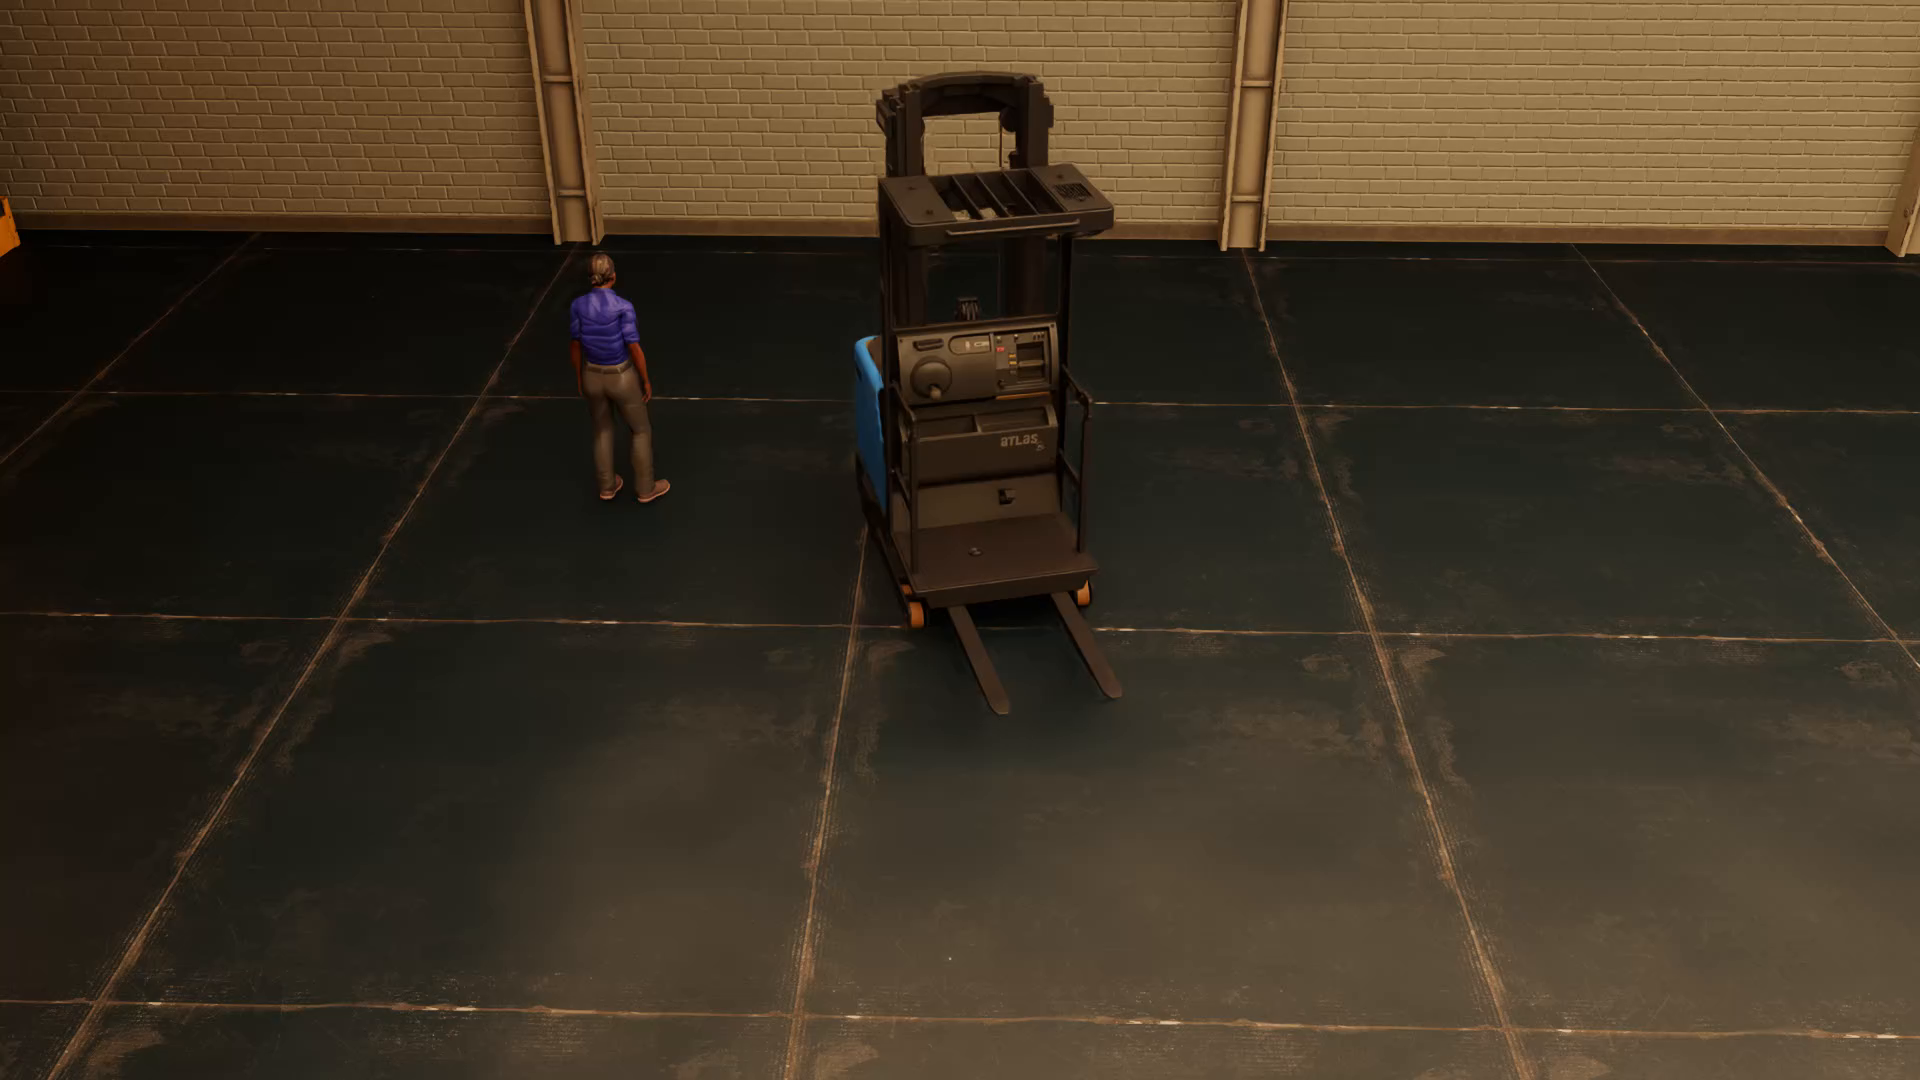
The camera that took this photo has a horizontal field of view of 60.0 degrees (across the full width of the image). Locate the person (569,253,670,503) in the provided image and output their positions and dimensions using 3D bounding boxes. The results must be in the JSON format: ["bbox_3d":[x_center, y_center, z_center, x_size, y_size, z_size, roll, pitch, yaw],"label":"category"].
[{"bbox_3d":[-2.203,-1.014,10.595,0.513,1.653,0.350,6,31,10],"label":"person"}]

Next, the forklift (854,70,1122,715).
[{"bbox_3d":[0.158,-0.961,9.244,1.130,2.935,3.031,-7,31,-12],"label":"forklift"}]
